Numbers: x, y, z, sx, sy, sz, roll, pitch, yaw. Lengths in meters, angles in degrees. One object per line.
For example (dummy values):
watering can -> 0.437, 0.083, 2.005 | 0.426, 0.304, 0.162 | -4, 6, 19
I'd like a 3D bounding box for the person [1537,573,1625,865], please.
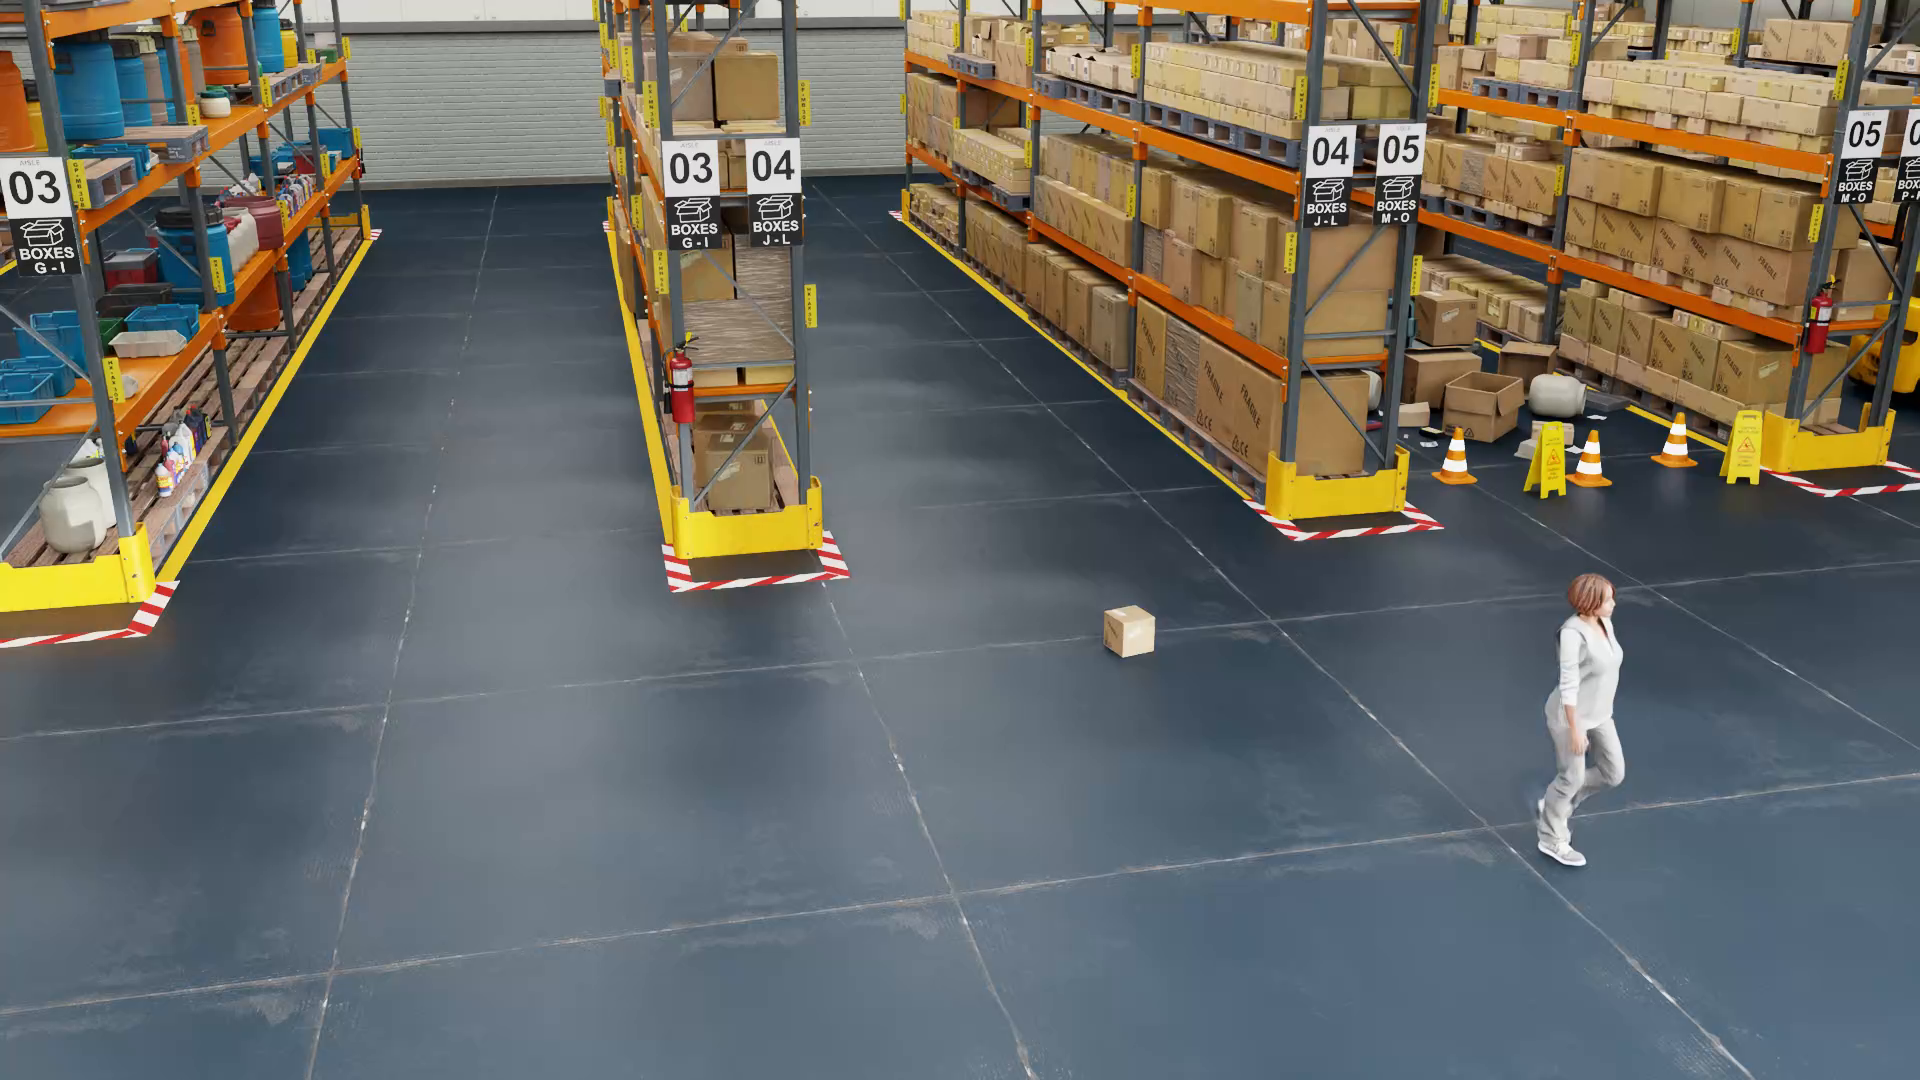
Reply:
person -> 3.170, 0.914, 8.493 | 0.412, 1.590, 0.410 | -16, 25, -38
